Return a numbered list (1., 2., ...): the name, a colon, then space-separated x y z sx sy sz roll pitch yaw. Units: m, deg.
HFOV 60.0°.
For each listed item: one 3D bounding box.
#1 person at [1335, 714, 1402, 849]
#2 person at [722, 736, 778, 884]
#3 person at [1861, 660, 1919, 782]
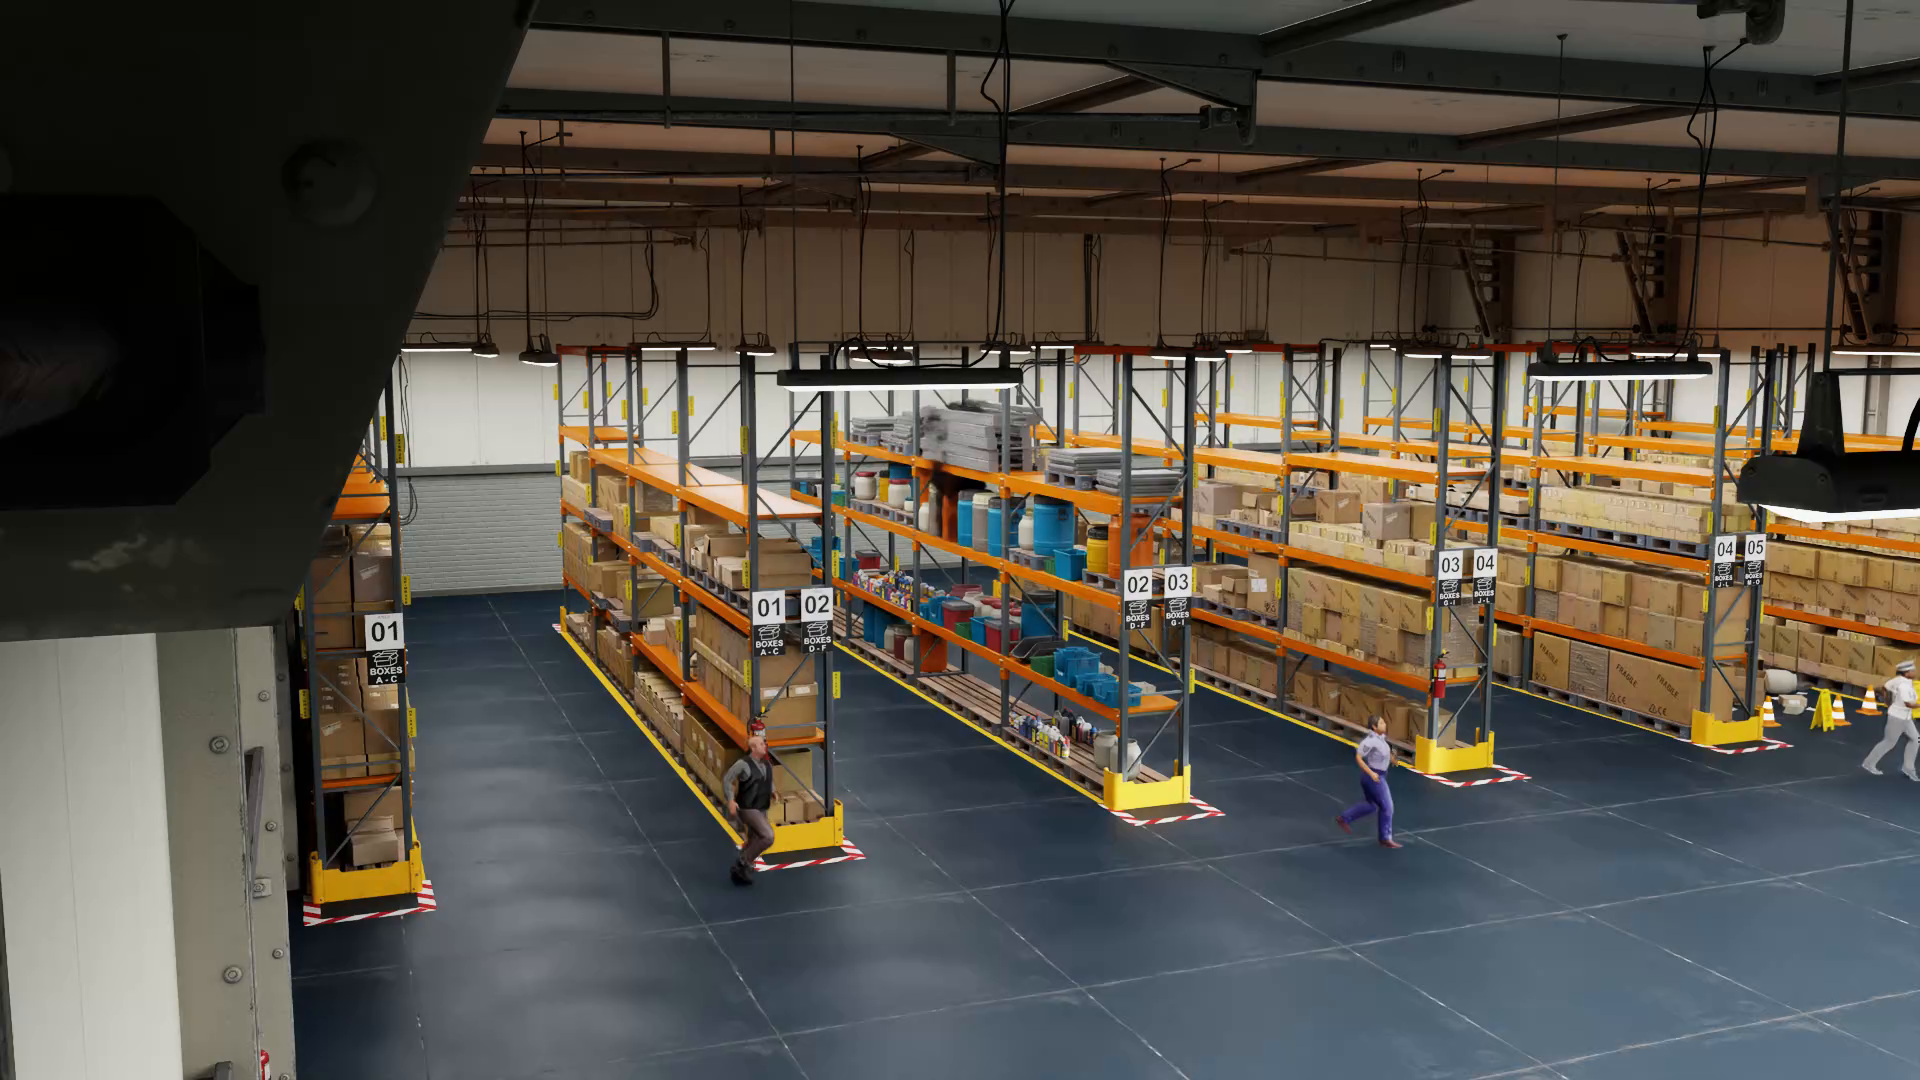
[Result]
1. person: 5.038 2.945 20.430 0.823 1.656 0.598 2 8 17
2. person: -2.317 3.087 19.077 0.610 1.658 0.658 4 8 28
3. person: 13.188 2.536 23.362 0.846 1.750 0.539 4 8 30
